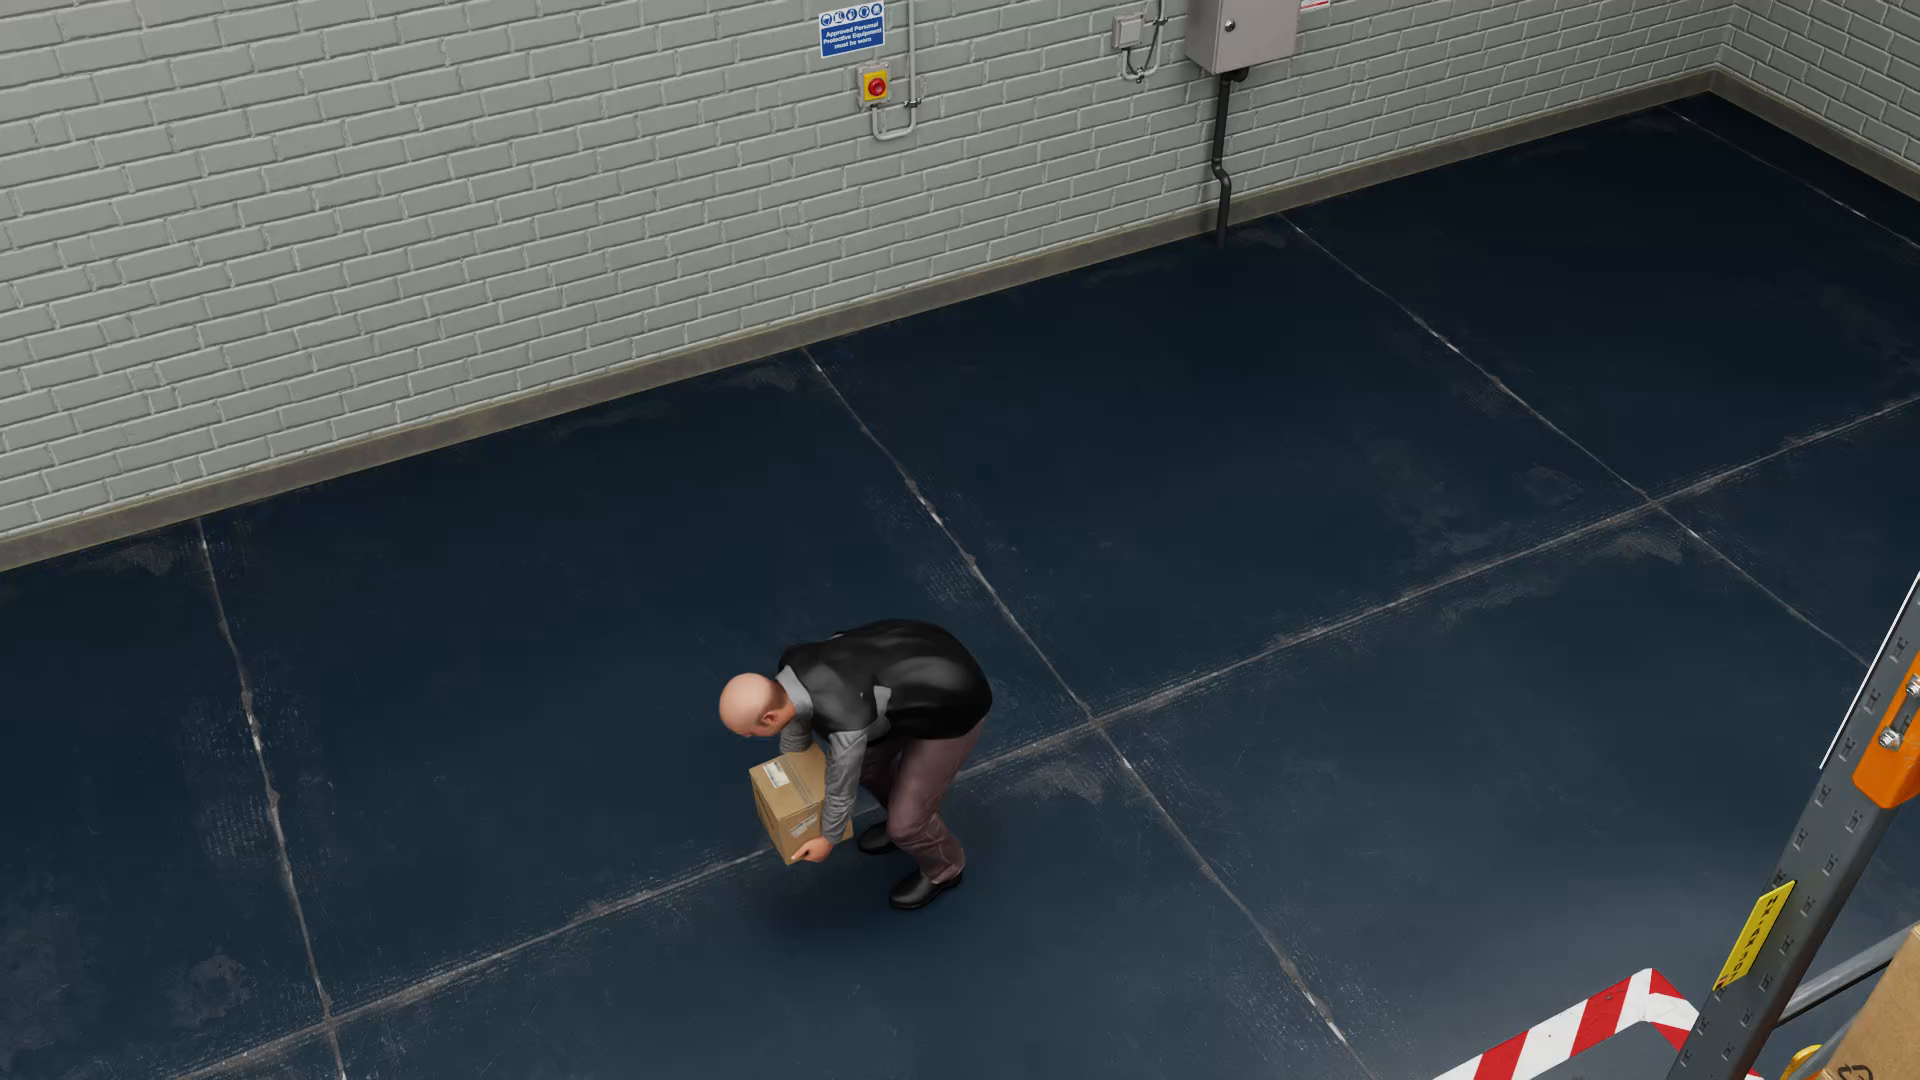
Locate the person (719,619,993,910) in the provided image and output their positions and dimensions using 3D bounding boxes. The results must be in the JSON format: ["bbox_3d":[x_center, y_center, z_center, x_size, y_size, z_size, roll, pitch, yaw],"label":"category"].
[{"bbox_3d":[-0.352,0.785,5.639,0.897,1.245,0.475,-20,45,-22],"label":"person"}]
